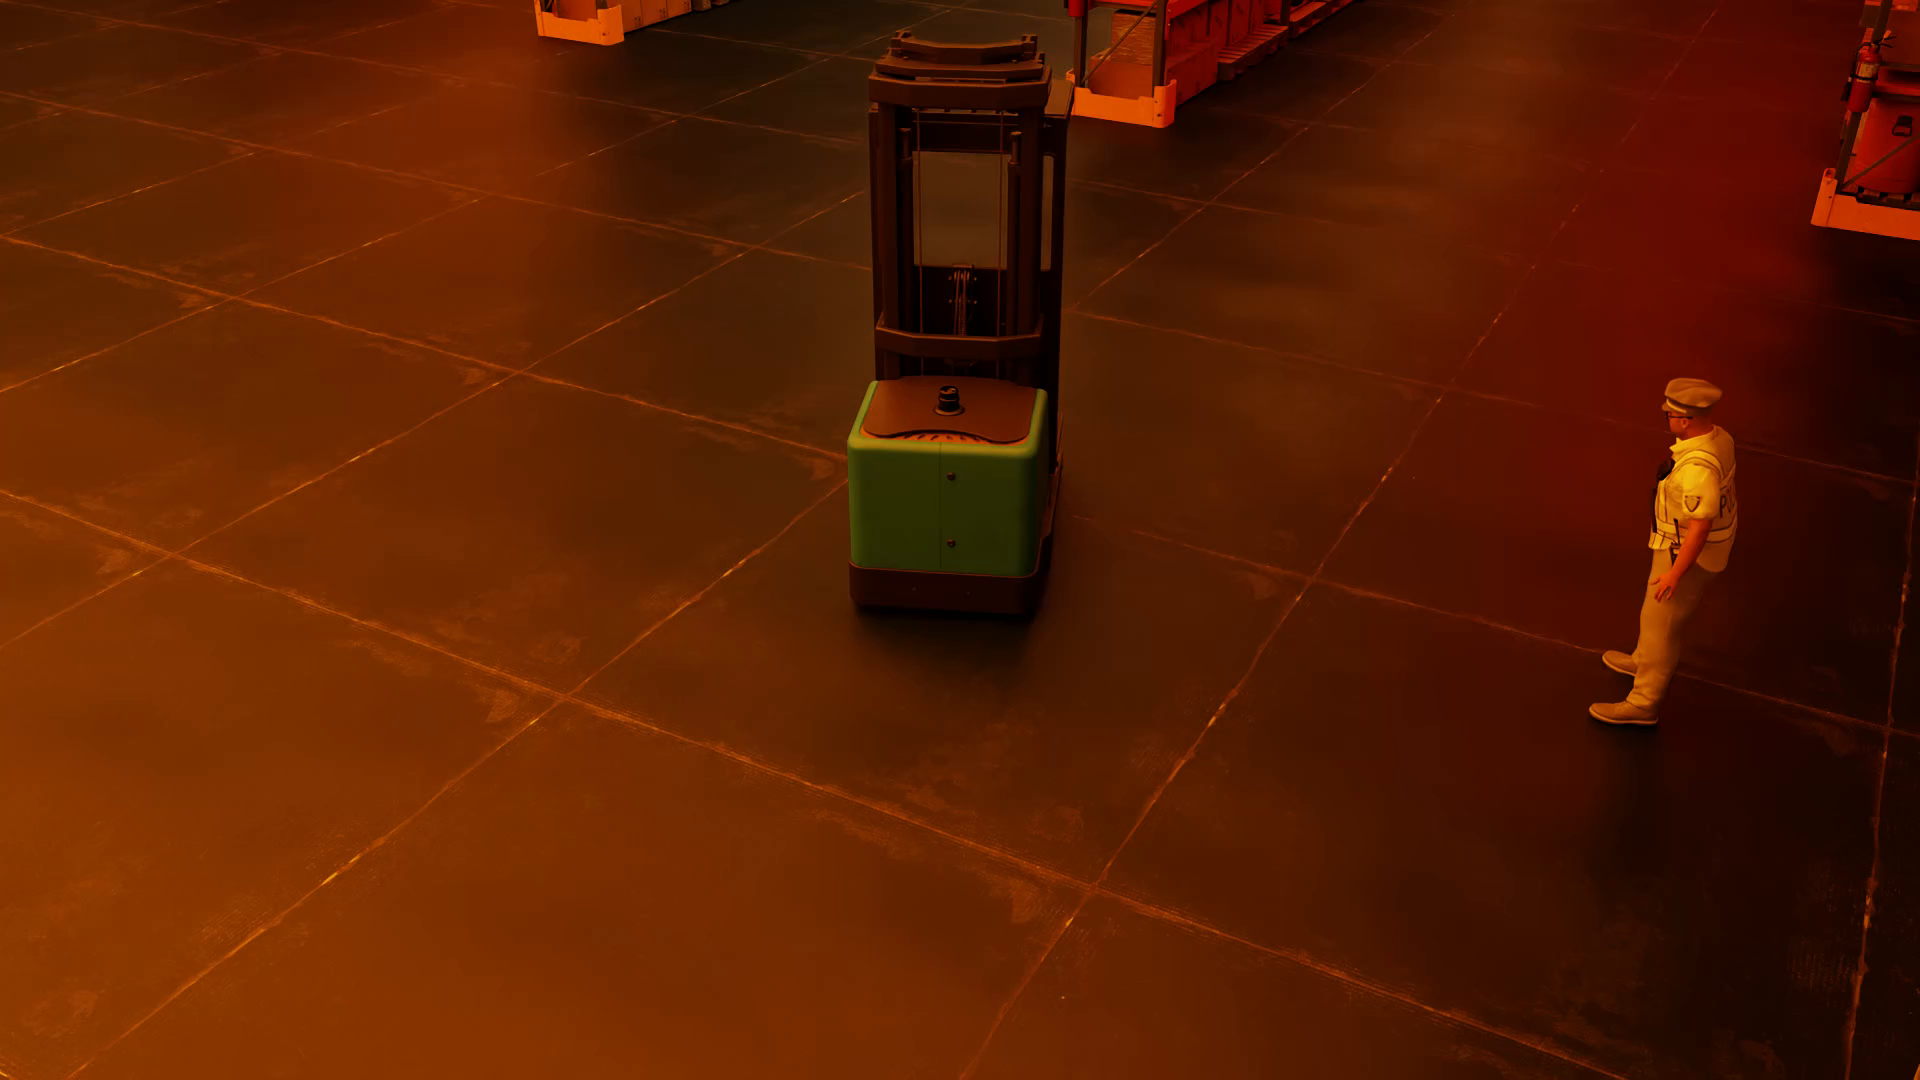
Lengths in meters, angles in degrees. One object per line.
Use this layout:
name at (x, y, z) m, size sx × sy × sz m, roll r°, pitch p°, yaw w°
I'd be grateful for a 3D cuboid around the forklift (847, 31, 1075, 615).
forklift at (0.072, -1.572, 9.794) m, size 1.130 × 2.935 × 3.031 m, roll 3°, pitch 30°, yaw 6°

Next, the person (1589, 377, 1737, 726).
person at (3.512, 0.055, 8.161) m, size 0.482 × 1.755 × 0.674 m, roll 16°, pitch 34°, yaw 26°
